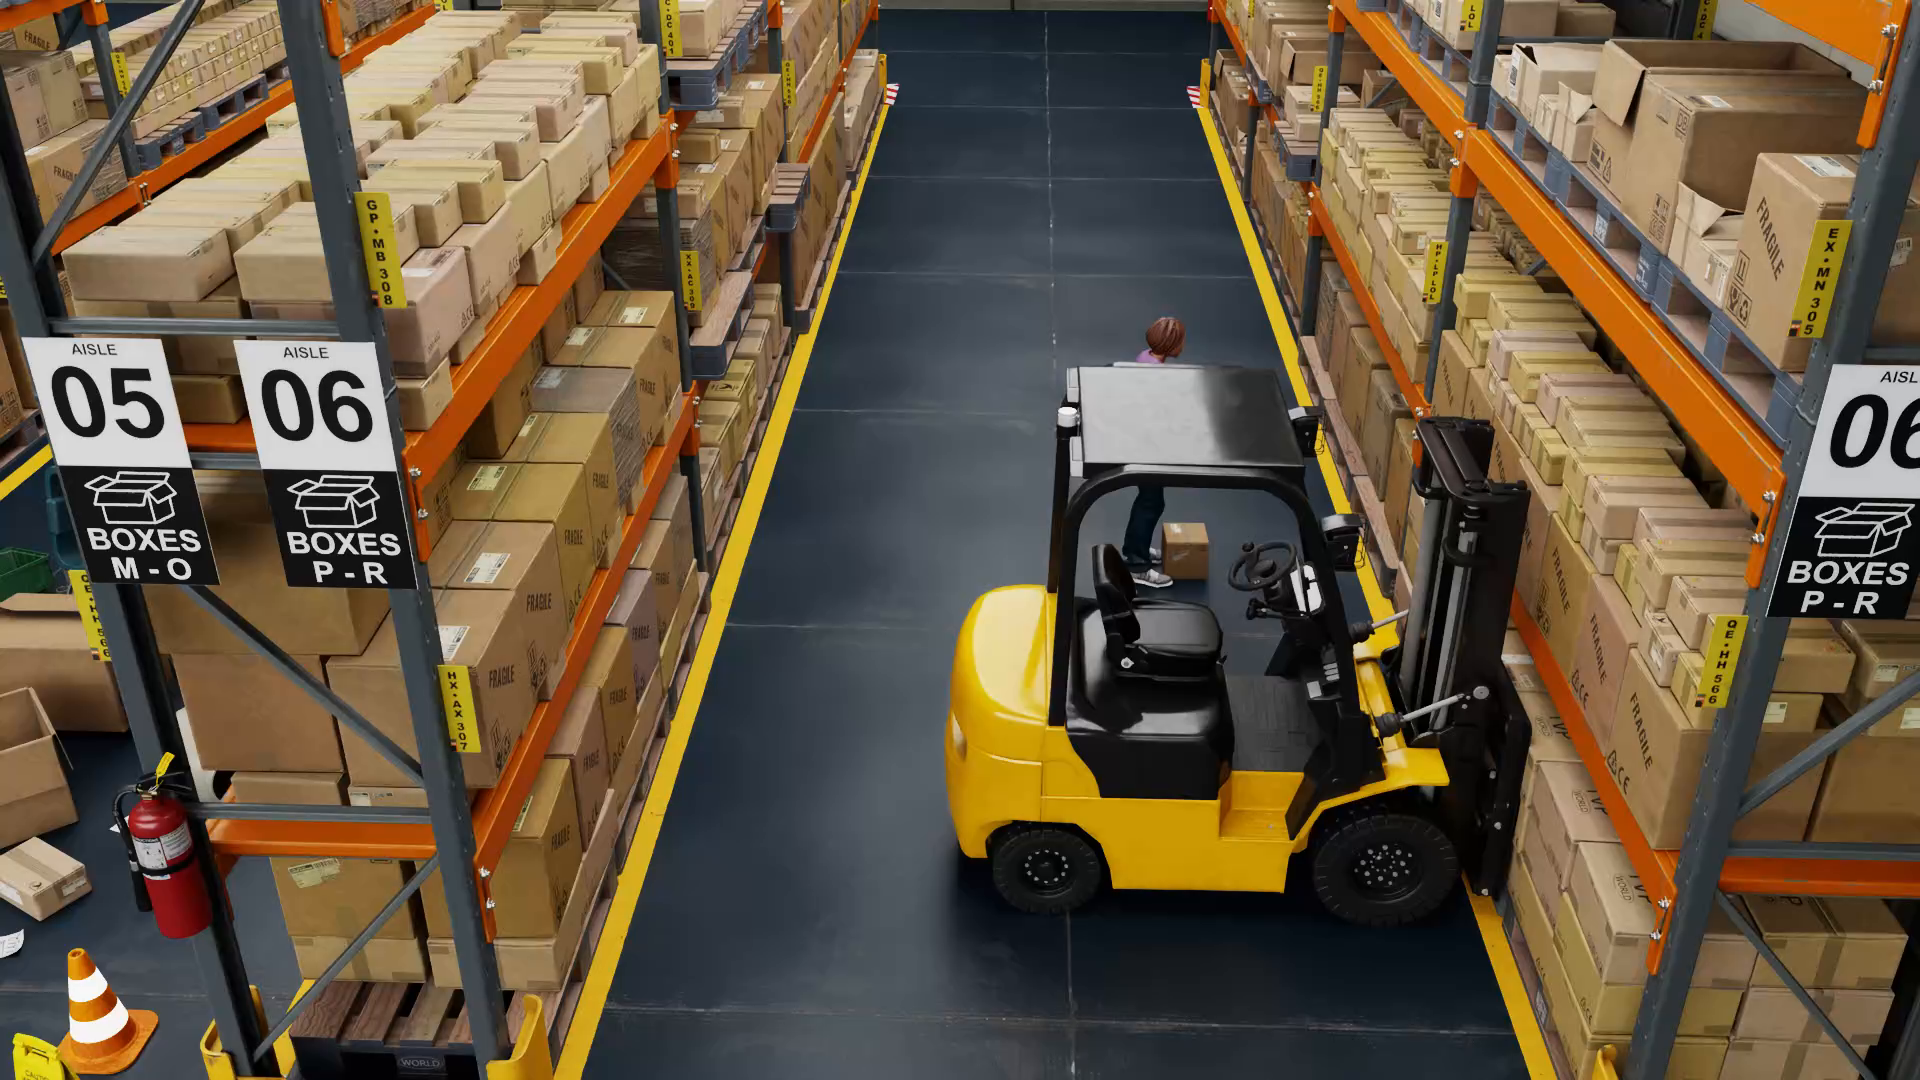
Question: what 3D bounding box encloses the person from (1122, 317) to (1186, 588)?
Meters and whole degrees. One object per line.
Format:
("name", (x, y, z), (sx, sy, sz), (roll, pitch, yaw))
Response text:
("person", (1.093, -0.523, 9.604), (0.350, 1.592, 0.473), (0, 28, -1))
